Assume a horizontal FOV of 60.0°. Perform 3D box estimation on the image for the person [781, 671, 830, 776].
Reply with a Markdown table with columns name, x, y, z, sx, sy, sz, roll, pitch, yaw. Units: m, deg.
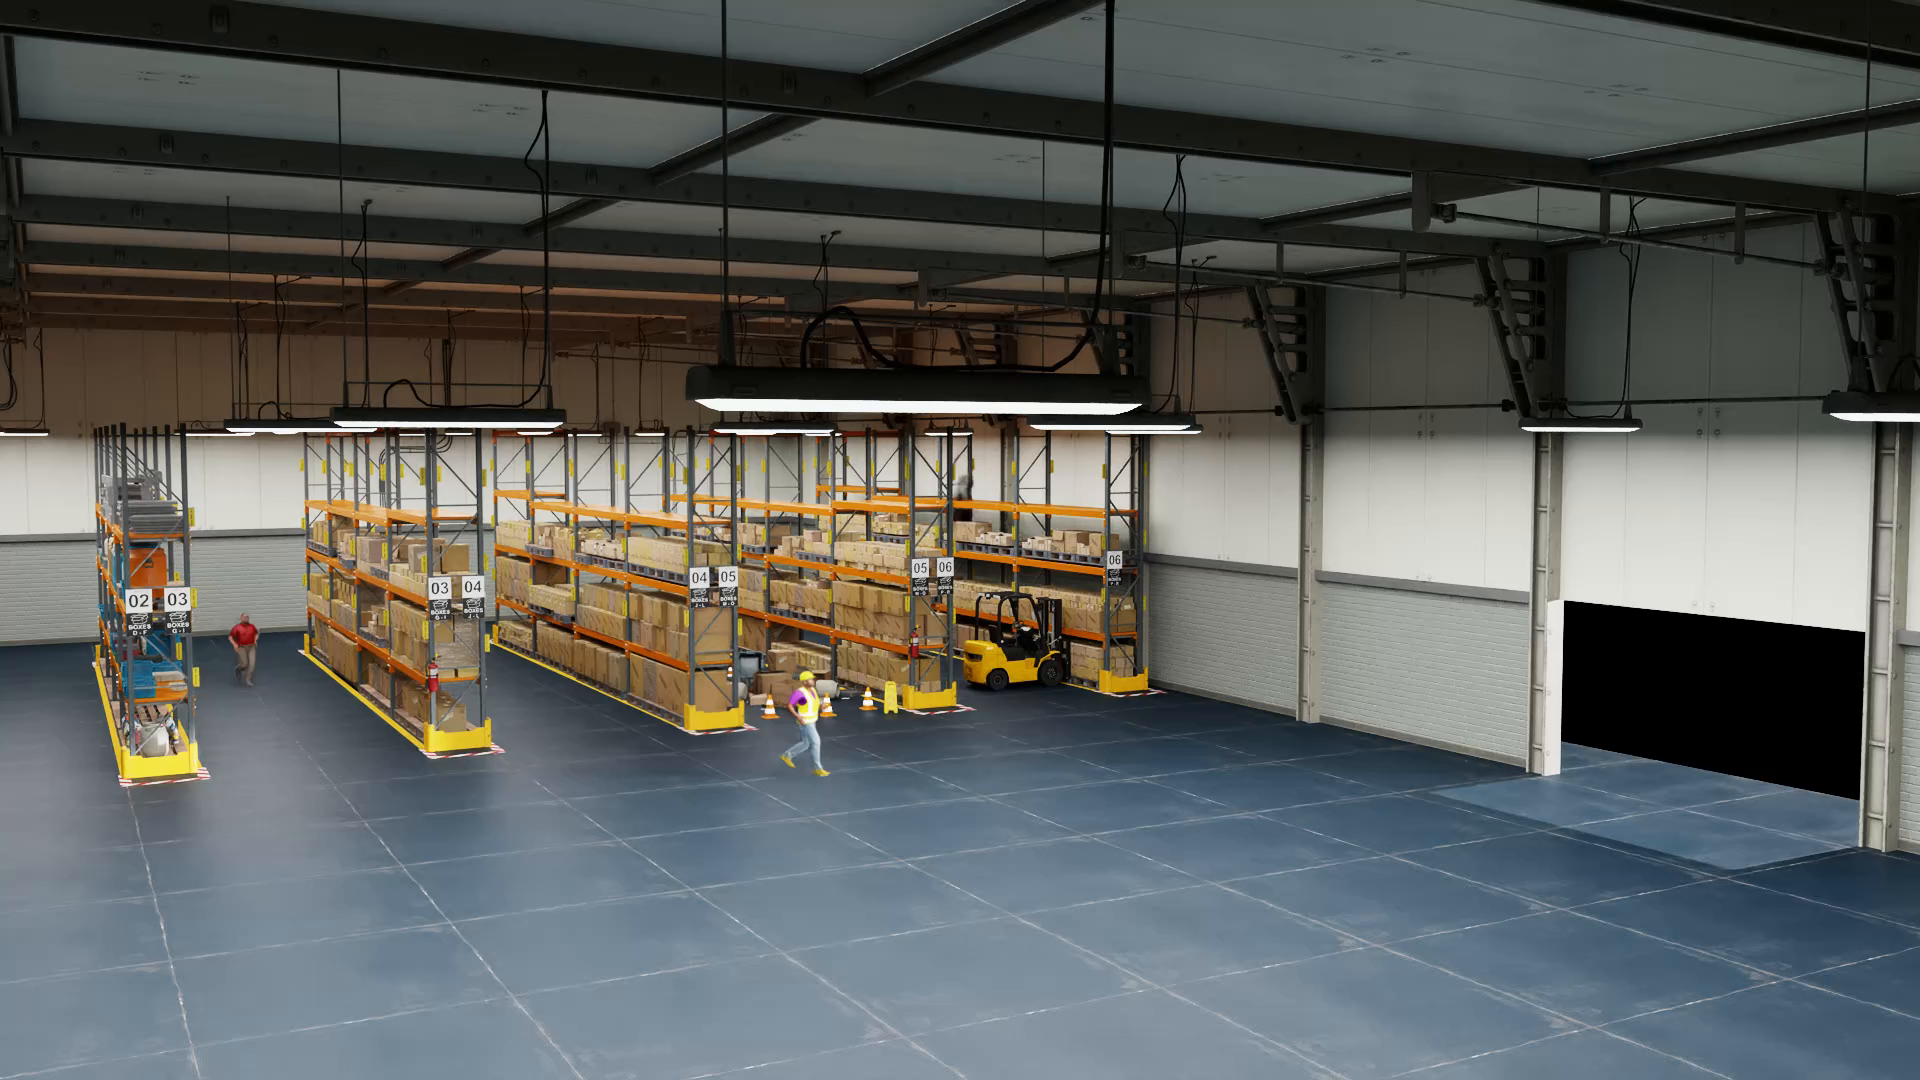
| name | x | y | z | sx | sy | sz | roll | pitch | yaw |
| --- | --- | --- | --- | --- | --- | --- | --- | --- | --- |
| person | -2.629 | 3.121 | 28.398 | 0.898 | 1.776 | 0.685 | 1 | 4 | 14 |

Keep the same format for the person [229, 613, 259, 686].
| name | x | y | z | sx | sy | sz | roll | pitch | yaw |
| --- | --- | --- | --- | --- | --- | --- | --- | --- | --- |
| person | -16.631 | 2.547 | 38.695 | 0.664 | 1.684 | 0.602 | -3 | 5 | -44 |

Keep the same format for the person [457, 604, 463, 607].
| name | x | y | z | sx | sy | sz | roll | pitch | yaw |
| --- | --- | --- | --- | --- | --- | --- | --- | --- | --- |
| person | -13.267 | 2.158 | 44.563 | 0.634 | 1.711 | 0.871 | -1 | 4 | -19 |
